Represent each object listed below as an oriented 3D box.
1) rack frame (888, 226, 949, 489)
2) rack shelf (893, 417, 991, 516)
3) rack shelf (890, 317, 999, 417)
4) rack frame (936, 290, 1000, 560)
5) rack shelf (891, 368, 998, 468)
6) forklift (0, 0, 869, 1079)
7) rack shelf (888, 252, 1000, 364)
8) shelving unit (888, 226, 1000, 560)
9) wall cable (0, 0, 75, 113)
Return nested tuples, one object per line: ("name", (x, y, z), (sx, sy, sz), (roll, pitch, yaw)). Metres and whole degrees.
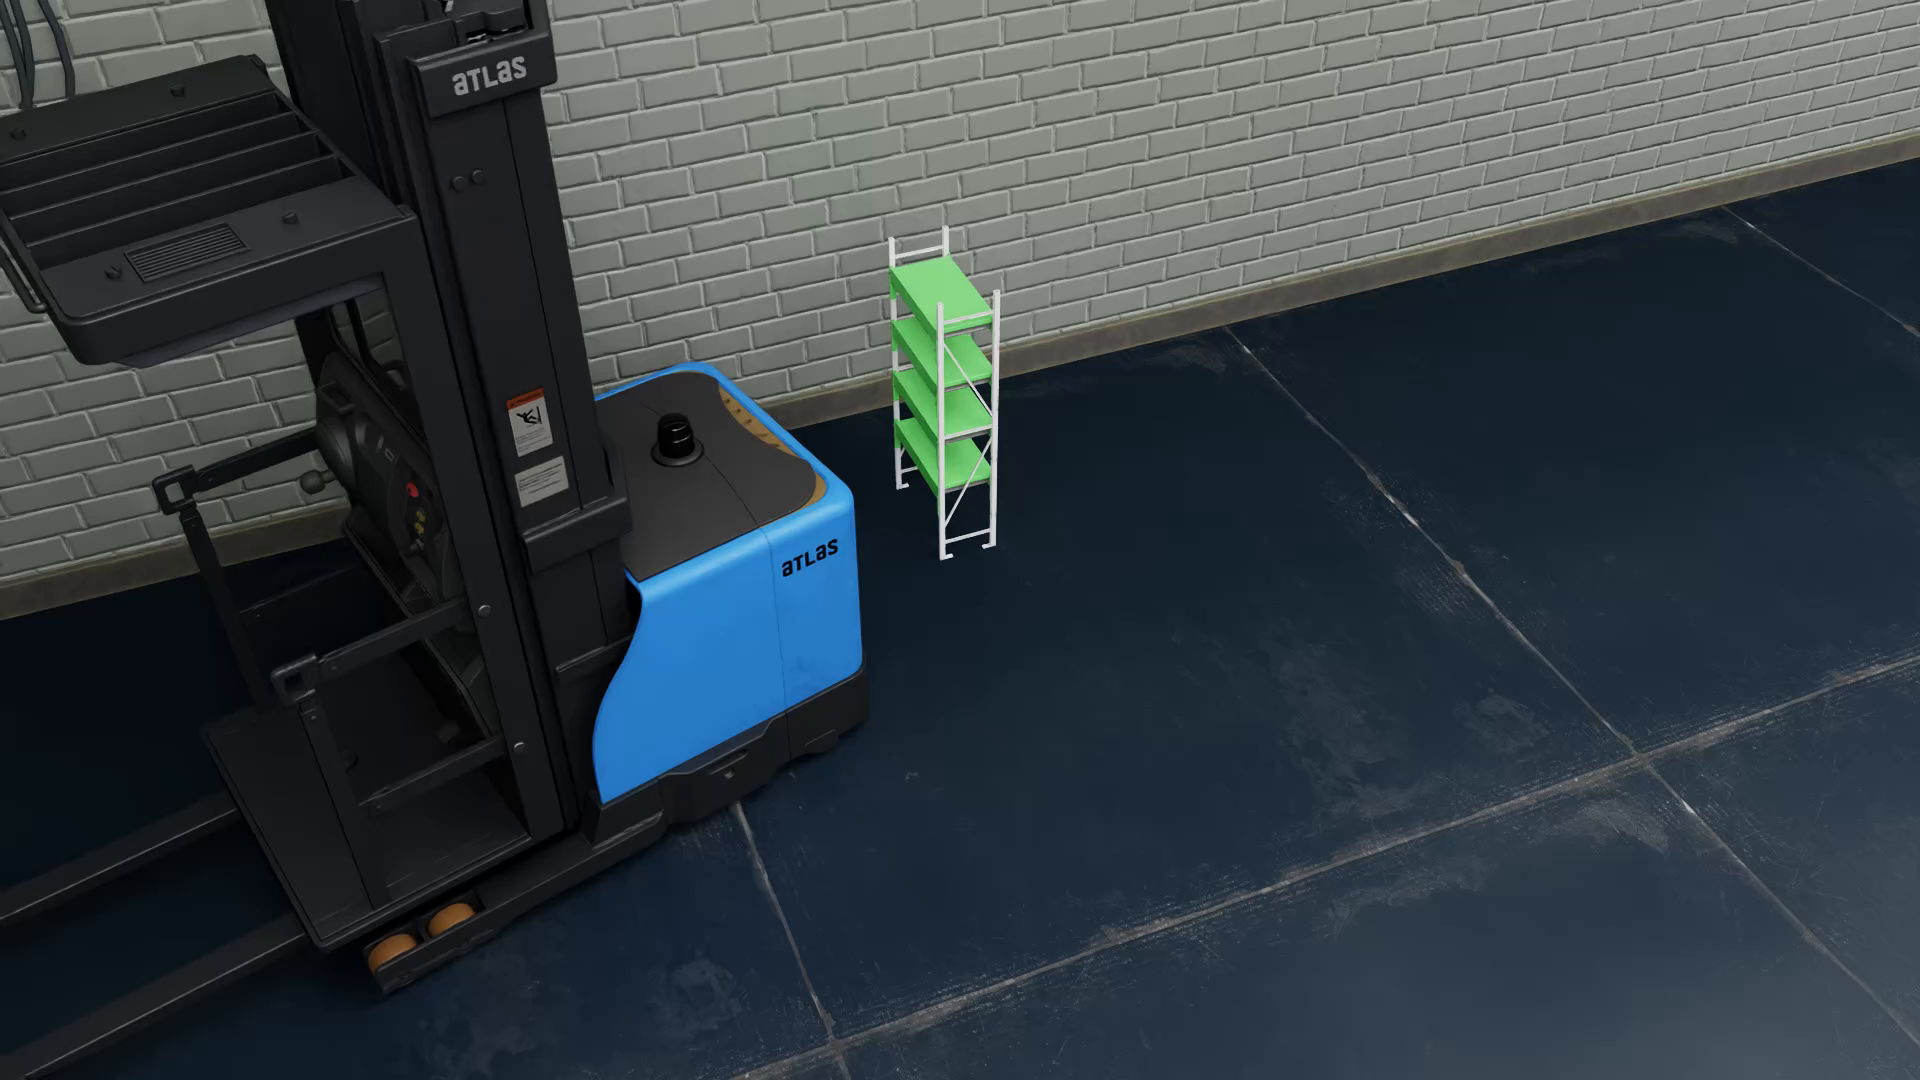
("rack frame", (-0.157, -0.702, 6.646), (0.240, 1.200, 0.015), (-15, 43, -17))
("rack shelf", (-0.063, -0.324, 6.673), (0.258, 0.148, 0.480), (-15, 43, -17))
("rack shelf", (-0.063, -0.688, 6.360), (0.258, 0.148, 0.480), (-15, 43, -17))
("rack frame", (0.030, -0.408, 6.304), (0.240, 1.200, 0.015), (-15, 43, -17))
("rack shelf", (-0.063, -0.506, 6.516), (0.258, 0.148, 0.480), (-15, 43, -17))
("forklift", (-1.807, -0.122, 4.644), (3.031, 2.935, 1.130), (-26, 47, -27))
("rack shelf", (-0.063, -0.870, 6.203), (0.258, 0.148, 0.480), (-15, 43, -17))
("shelving unit", (-0.063, -0.555, 6.475), (0.258, 1.200, 0.503), (-15, 43, -17))
("wall cable", (-4.245, -1.763, 4.280), (3.097, 2.526, 0.112), (-15, 43, -17))
